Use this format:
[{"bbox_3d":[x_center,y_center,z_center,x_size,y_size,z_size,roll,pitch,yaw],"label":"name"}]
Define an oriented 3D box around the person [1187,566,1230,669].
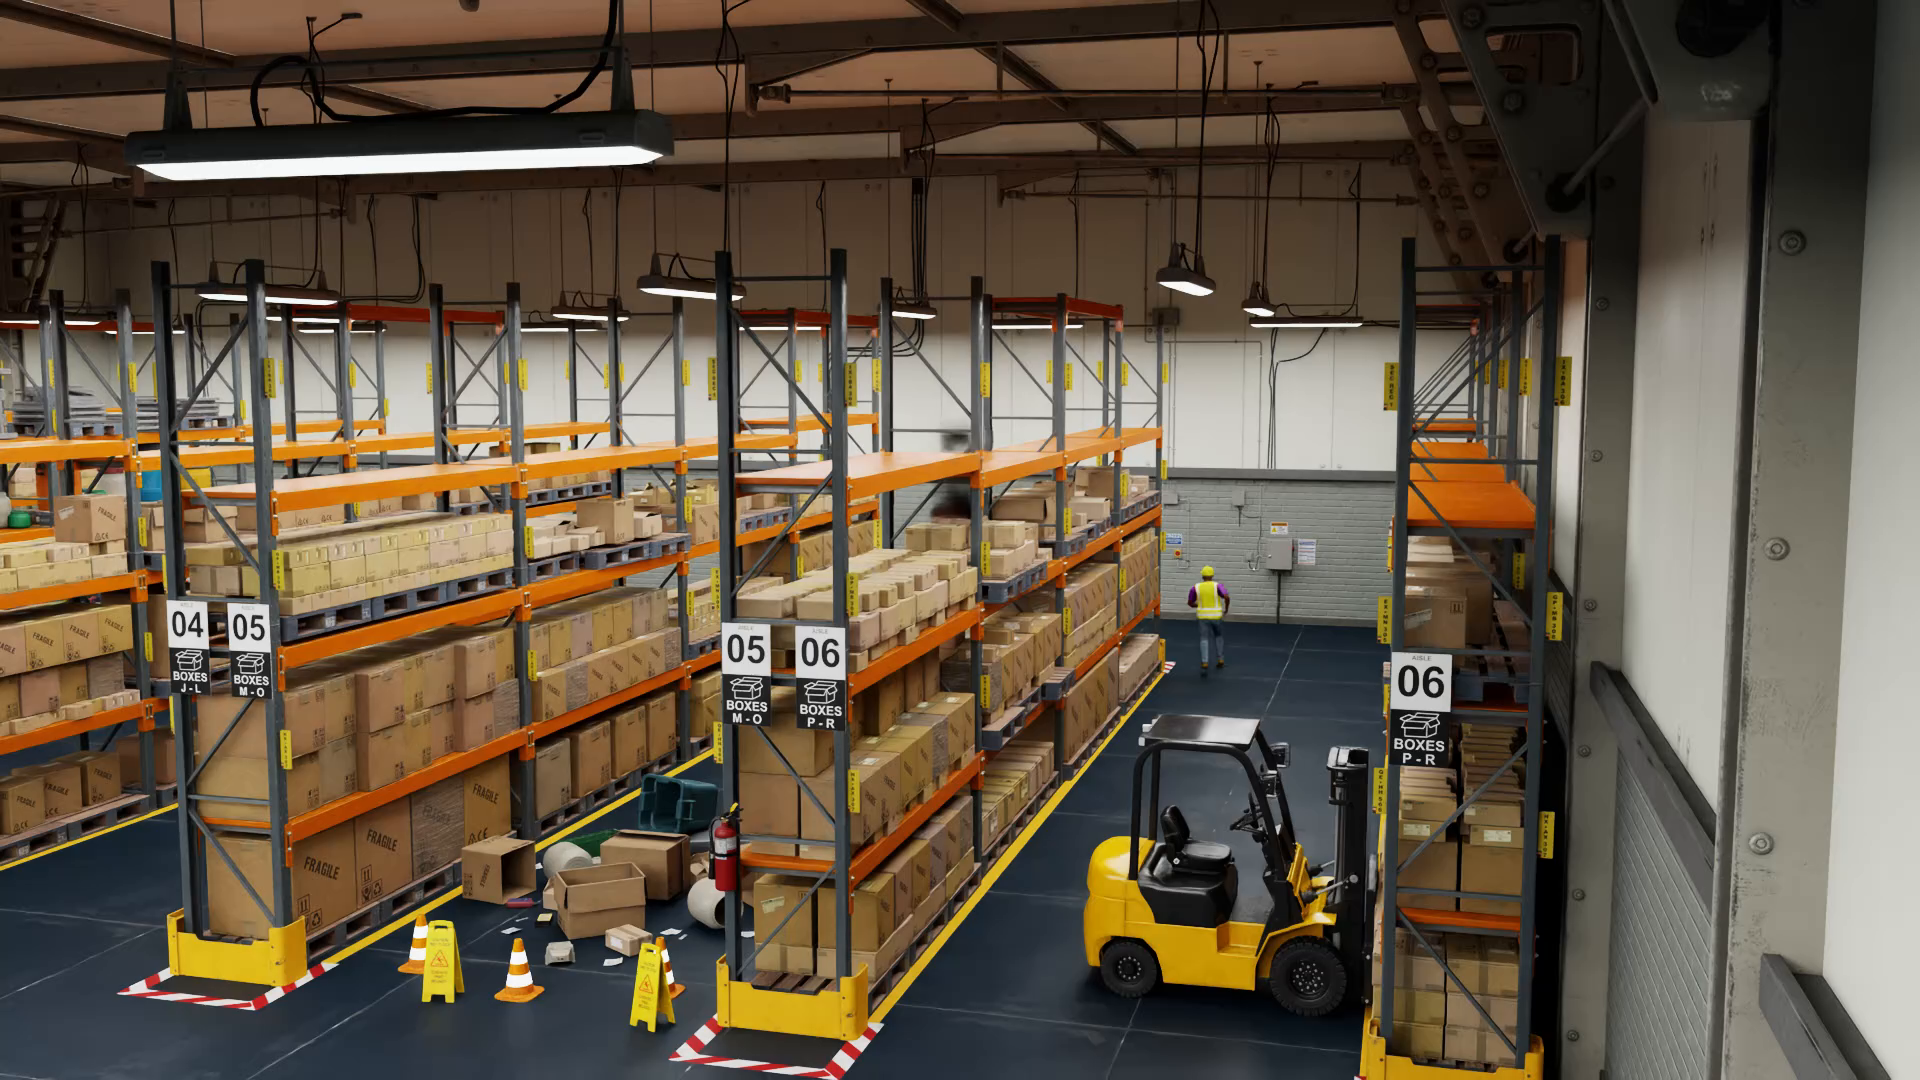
[{"bbox_3d":[4.183,1.327,28.023,0.704,1.785,0.931,1,6,8],"label":"person"}]
